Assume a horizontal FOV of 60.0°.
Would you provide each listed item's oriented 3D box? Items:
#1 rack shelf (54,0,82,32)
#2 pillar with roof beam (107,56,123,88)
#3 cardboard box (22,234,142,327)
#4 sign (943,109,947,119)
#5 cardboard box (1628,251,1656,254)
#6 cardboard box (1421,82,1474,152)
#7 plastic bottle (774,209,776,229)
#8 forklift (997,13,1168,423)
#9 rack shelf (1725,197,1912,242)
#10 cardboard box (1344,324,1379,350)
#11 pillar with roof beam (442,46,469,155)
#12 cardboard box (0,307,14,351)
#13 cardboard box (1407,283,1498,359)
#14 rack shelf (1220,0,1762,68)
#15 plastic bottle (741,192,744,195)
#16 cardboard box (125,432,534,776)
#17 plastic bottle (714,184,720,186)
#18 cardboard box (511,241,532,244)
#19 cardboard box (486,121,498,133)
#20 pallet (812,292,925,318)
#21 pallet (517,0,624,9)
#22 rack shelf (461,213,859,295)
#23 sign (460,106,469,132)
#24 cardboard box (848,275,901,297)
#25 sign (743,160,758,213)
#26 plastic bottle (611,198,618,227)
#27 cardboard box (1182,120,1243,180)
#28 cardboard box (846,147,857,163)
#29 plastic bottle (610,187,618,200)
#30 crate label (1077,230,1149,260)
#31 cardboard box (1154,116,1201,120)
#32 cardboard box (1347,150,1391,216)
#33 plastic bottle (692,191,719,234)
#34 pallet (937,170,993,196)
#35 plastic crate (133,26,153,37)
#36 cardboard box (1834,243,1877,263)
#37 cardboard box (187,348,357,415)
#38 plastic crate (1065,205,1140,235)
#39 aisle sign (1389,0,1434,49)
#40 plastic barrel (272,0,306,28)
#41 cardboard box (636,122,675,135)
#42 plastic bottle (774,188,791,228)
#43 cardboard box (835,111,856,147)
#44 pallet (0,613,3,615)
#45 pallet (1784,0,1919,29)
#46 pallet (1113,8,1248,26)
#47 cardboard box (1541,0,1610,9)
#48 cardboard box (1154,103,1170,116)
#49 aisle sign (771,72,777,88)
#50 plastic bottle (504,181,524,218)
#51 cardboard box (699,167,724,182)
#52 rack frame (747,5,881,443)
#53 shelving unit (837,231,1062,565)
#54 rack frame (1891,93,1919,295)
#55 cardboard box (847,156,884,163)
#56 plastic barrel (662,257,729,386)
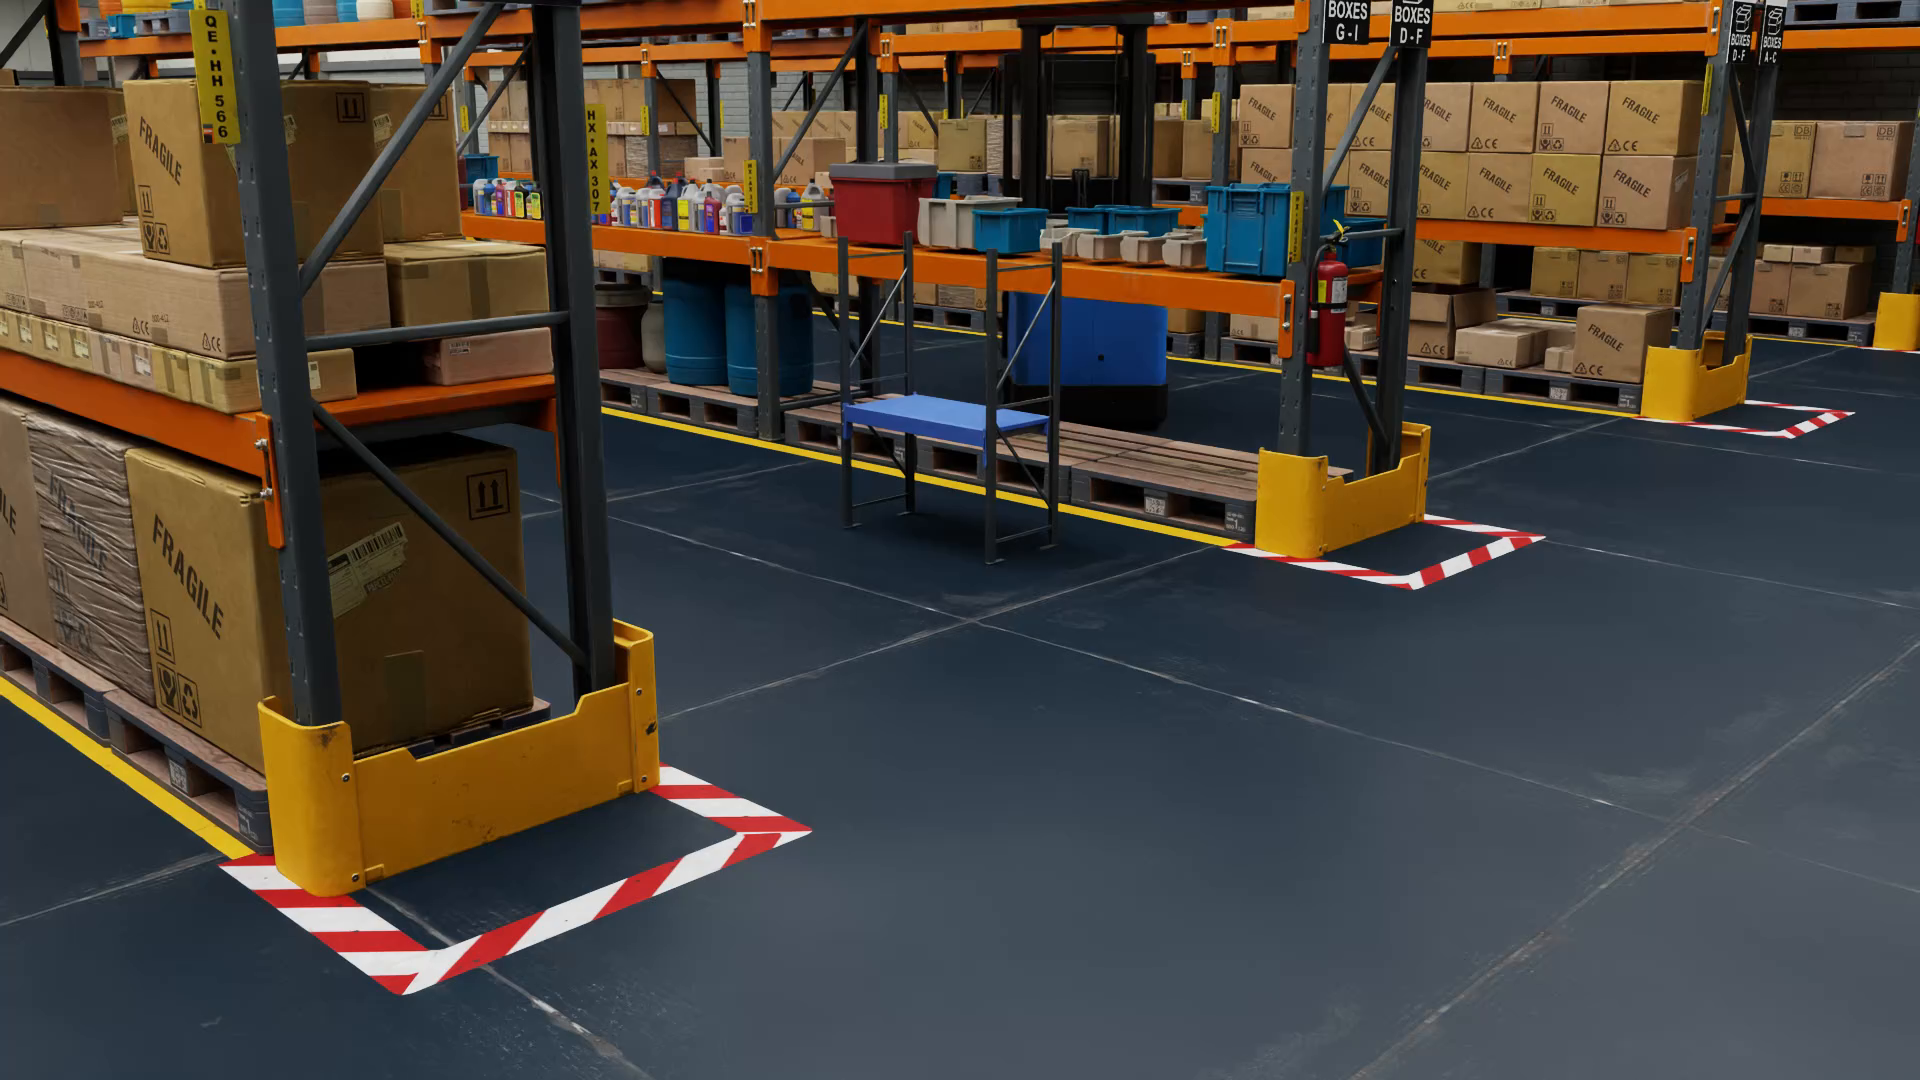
[{"bbox_3d":[-2.934,-2.045,5.808,4.000,0.370,1.077,14,20,42],"label":"rack shelf"},{"bbox_3d":[-26.178,-13.495,42.378,0.400,9.000,9.100,14,20,42],"label":"pillar with roof beam"},{"bbox_3d":[-2.758,-0.877,5.557,0.500,0.250,0.500,13,19,40],"label":"cardboard box"},{"bbox_3d":[-0.189,-5.708,22.672,0.005,0.325,0.100,14,20,42],"label":"sign"},{"bbox_3d":[6.904,-2.962,16.690,0.250,0.149,0.380,13,19,41],"label":"cardboard box"},{"bbox_3d":[3.763,-3.217,12.648,0.500,0.500,0.500,-14,20,-42],"label":"cardboard box"},{"bbox_3d":[-1.341,-2.282,11.637,0.097,0.201,0.097,0,15,0],"label":"plastic bottle"},{"bbox_3d":[0.844,-2.537,12.357,1.130,2.935,3.031,0,15,-2],"label":"forklift"},{"bbox_3d":[7.381,-3.290,16.538,4.000,0.370,1.077,14,20,42],"label":"rack shelf"},{"bbox_3d":[3.287,-1.668,13.632,0.250,0.166,0.380,14,20,42],"label":"cardboard box"},{"bbox_3d":[-13.220,-10.345,30.288,0.400,9.000,9.100,14,20,42],"label":"pillar with roof beam"},{"bbox_3d":[-3.268,-0.785,5.994,0.250,0.149,0.380,13,19,41],"label":"cardboard box"},{"bbox_3d":[3.861,-1.766,13.338,0.637,0.503,0.797,14,20,42],"label":"cardboard box"},{"bbox_3d":[3.945,-3.842,12.706,4.000,0.370,1.077,14,20,42],"label":"rack shelf"},{"bbox_3d":[-1.543,-2.431,12.044,0.133,0.283,0.061,14,20,42],"label":"plastic bottle"},{"bbox_3d":[-2.010,0.136,5.341,0.875,0.875,0.875,14,20,42],"label":"cardboard box"},{"bbox_3d":[-1.838,-2.483,12.259,0.135,0.276,0.152,14,20,42],"label":"plastic bottle"},{"bbox_3d":[-5.539,-3.840,21.843,0.500,0.250,0.500,14,20,42],"label":"cardboard box"},{"bbox_3d":[-6.000,-5.443,21.889,0.250,0.149,0.380,13,20,42],"label":"cardboard box"},{"bbox_3d":[-0.940,-2.591,17.956,1.213,0.211,1.003,14,20,42],"label":"pallet"},{"bbox_3d":[-2.386,-3.868,11.753,1.213,0.211,1.003,14,20,42],"label":"pallet"},{"bbox_3d":[-2.375,-2.192,12.323,4.000,0.370,1.077,14,20,42],"label":"rack shelf"},{"bbox_3d":[-6.523,-5.546,21.896,0.005,0.325,0.100,14,20,42],"label":"sign"},{"bbox_3d":[-0.922,-2.709,17.501,0.500,0.250,0.500,-14,20,-43],"label":"cardboard box"},{"bbox_3d":[-1.319,-2.225,10.472,0.005,0.325,0.100,14,20,42],"label":"sign"},{"bbox_3d":[-2.436,-2.336,11.843,0.097,0.201,0.097,0,15,0],"label":"plastic bottle"},{"bbox_3d":[2.319,-3.464,14.746,0.500,0.500,0.700,7,16,24],"label":"cardboard box"},{"bbox_3d":[-1.458,-5.615,24.292,0.500,0.250,0.500,14,20,43],"label":"cardboard box"},{"bbox_3d":[-2.490,-2.404,11.966,0.097,0.271,0.097,0,15,0],"label":"plastic bottle"},{"bbox_3d":[0.815,-1.599,9.025,0.243,0.136,0.396,14,20,42],"label":"crate label"},{"bbox_3d":[2.716,-5.030,20.718,0.500,0.500,0.700,11,18,36],"label":"cardboard box"},{"bbox_3d":[3.412,-2.821,13.113,0.500,0.500,0.500,14,20,42],"label":"cardboard box"},{"bbox_3d":[-1.707,-2.205,11.190,0.135,0.276,0.152,14,20,42],"label":"plastic bottle"},{"bbox_3d":[0.162,-3.590,16.642,1.003,0.211,1.213,14,20,42],"label":"pallet"},{"bbox_3d":[-8.131,-5.122,16.714,0.396,0.136,0.243,14,20,42],"label":"plastic crate"},{"bbox_3d":[8.476,-2.715,15.740,0.250,0.149,0.380,14,20,43],"label":"cardboard box"},{"bbox_3d":[-1.979,-0.472,4.794,0.380,0.149,0.250,-14,20,-43],"label":"cardboard box"},{"bbox_3d":[0.831,-1.824,9.697,0.300,0.233,0.416,14,20,42],"label":"plastic crate"},{"bbox_3d":[2.202,-2.790,8.033,0.004,0.787,0.394,14,20,42],"label":"aisle sign"},{"bbox_3d":[-6.178,-5.235,15.631,0.708,0.901,0.600,14,20,42],"label":"plastic barrel"},{"bbox_3d":[-3.598,-4.860,19.650,0.250,0.149,0.380,14,20,42],"label":"cardboard box"},{"bbox_3d":[-1.268,-2.344,11.727,0.135,0.276,0.152,14,20,42],"label":"plastic bottle"},{"bbox_3d":[-1.466,-5.982,24.214,0.500,0.500,0.500,-14,20,-42],"label":"cardboard box"},{"bbox_3d":[-3.880,0.205,7.225,1.213,0.211,1.003,14,20,42],"label":"pallet"},{"bbox_3d":[8.279,-4.825,15.228,1.213,0.211,1.003,14,20,42],"label":"pallet"},{"bbox_3d":[2.084,-4.576,14.470,1.003,0.211,1.213,14,20,42],"label":"pallet"},{"bbox_3d":[4.479,-3.899,11.796,0.500,0.250,0.500,14,20,42],"label":"cardboard box"},{"bbox_3d":[2.550,-5.372,20.744,0.250,0.149,0.380,10,17,33],"label":"cardboard box"},{"bbox_3d":[-2.958,-7.305,25.362,0.004,0.787,0.394,14,20,42],"label":"aisle sign"},{"bbox_3d":[-3.395,-2.615,12.765,0.135,0.276,0.152,14,20,42],"label":"plastic bottle"},{"bbox_3d":[-2.758,-4.175,19.005,0.250,0.149,0.380,14,20,42],"label":"cardboard box"},{"bbox_3d":[-0.936,-2.190,10.889,0.127,3.000,1.000,14,20,42],"label":"rack frame"},{"bbox_3d":[-0.061,-0.741,8.300,1.048,1.500,0.538,14,20,42],"label":"shelving unit"},{"bbox_3d":[8.820,-3.288,15.104,0.127,3.000,1.000,14,20,42],"label":"rack frame"},{"bbox_3d":[-0.884,-3.937,17.771,0.500,0.311,0.500,13,20,42],"label":"cardboard box"},{"bbox_3d":[-1.825,-1.600,11.954,0.708,0.901,0.600,14,20,42],"label":"plastic barrel"}]
